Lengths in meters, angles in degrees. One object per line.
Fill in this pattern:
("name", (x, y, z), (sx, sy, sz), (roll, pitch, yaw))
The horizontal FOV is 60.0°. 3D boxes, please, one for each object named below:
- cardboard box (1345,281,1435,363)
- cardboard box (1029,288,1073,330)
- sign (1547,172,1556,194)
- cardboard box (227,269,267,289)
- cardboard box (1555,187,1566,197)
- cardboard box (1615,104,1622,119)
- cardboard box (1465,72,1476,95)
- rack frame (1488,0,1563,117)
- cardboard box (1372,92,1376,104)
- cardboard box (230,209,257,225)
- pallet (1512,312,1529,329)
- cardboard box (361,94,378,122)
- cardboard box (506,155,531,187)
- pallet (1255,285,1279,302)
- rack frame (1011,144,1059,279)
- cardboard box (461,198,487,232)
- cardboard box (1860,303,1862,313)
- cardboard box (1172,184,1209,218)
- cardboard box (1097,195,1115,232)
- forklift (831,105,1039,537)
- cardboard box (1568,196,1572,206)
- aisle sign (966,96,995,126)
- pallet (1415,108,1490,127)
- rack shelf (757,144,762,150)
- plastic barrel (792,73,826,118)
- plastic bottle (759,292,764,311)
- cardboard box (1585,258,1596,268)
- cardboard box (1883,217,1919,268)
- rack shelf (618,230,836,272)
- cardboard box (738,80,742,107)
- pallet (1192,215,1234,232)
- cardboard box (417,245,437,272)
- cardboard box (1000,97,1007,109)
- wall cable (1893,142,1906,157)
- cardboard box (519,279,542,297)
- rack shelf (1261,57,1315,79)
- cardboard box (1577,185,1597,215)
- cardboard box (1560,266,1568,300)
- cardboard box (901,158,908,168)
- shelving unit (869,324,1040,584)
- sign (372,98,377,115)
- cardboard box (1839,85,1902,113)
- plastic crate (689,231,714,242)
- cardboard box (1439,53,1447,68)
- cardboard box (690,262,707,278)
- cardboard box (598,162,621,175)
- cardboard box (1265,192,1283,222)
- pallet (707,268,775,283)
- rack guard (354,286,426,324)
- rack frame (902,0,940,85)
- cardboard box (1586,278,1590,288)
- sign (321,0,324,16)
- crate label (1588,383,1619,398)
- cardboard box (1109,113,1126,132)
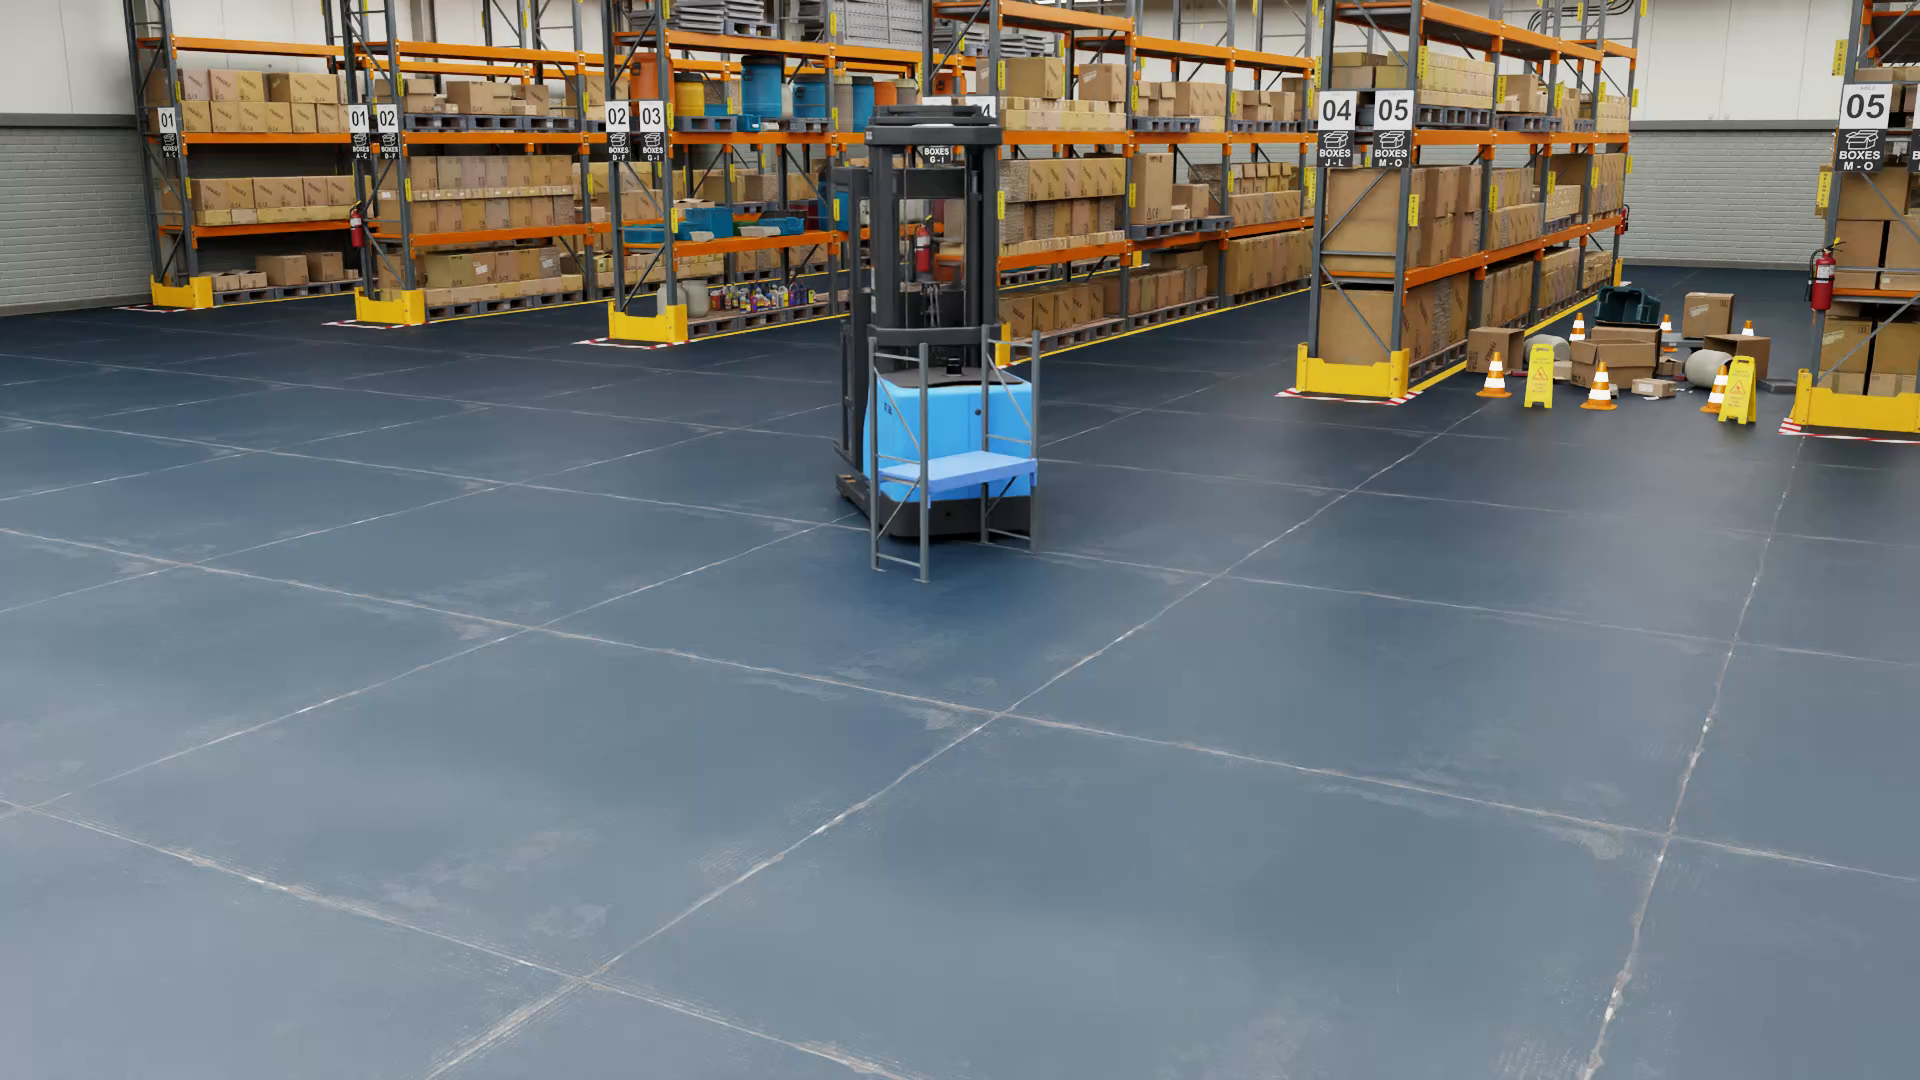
("cardboard box", (4.997, -2.585, 19.491), (0.875, 0.875, 0.875), (7, 15, 27))
("cardboard box", (1.215, -3.146, 22.621), (0.500, 0.500, 0.500), (6, 15, 23))
("sign", (8.659, -5.228, 24.348), (0.100, 0.325, 0.005), (7, 15, 28))
("cardboard box", (-12.309, -4.508, 28.629), (0.500, 0.311, 0.500), (9, 16, 33))
("cardboard box", (9.451, -5.547, 26.514), (0.380, 0.149, 0.250), (7, 15, 26))
("cardboard box", (11.543, -7.664, 29.775), (0.500, 0.250, 0.500), (8, 16, 29))
("cardboard box", (5.736, -5.353, 19.514), (0.500, 0.250, 0.500), (7, 15, 28))
("rack frame", (8.171, -7.644, 24.039), (1.000, 3.000, 0.127), (7, 15, 28))
("cardboard box", (4.414, -4.886, 18.426), (0.380, 0.149, 0.250), (8, 16, 29))
("cardboard box", (-12.245, -5.461, 28.064), (0.500, 0.250, 0.500), (7, 15, 26))
("pallet", (7.724, -3.218, 24.433), (1.003, 0.211, 1.213), (7, 15, 28))
("cardboard box", (-10.729, -7.987, 30.753), (0.500, 0.500, 0.500), (10, 17, 36))
("cardboard box", (-7.420, -5.993, 27.013), (0.700, 0.500, 0.500), (7, 15, 28))
("pallet", (4.916, -4.357, 29.155), (1.003, 0.211, 1.213), (7, 15, 28))
("rack frame", (1.476, -6.692, 32.890), (1.000, 3.000, 0.127), (7, 15, 28))
("cardboard box", (-7.928, -5.144, 26.258), (0.700, 0.500, 0.500), (7, 15, 28))
("cardboard box", (9.088, -2.421, 17.163), (0.380, 0.149, 0.250), (8, 16, 29))
("cardboard box", (3.470, -5.322, 26.097), (0.700, 0.500, 0.500), (10, 17, 36))
("cardboard box", (1.673, -4.597, 23.354), (0.875, 0.500, 0.500), (7, 15, 28))
("forklift", (-0.339, -1.745, 12.516), (1.130, 2.935, 3.031), (-4, 14, -15))
("cardboard box", (9.708, -5.509, 26.990), (0.380, 0.149, 0.250), (7, 15, 26))
("aisle sign", (0.244, -4.886, 19.852), (0.394, 0.787, 0.004), (7, 15, 28))
("pallet", (5.833, -5.155, 20.305), (1.003, 0.211, 1.213), (7, 15, 28))
("rack shelf", (-6.229, -9.333, 38.981), (1.077, 0.370, 4.000), (7, 15, 28))
("plastic barrel", (-2.335, -6.881, 26.207), (0.600, 0.901, 0.708), (7, 15, 28))
("plastic bottle", (-2.962, -3.545, 24.720), (0.097, 0.271, 0.097), (0, 14, 0))
("cardboard box", (11.018, -4.909, 29.413), (0.380, 0.149, 0.250), (8, 16, 29))
("cardboard box", (9.405, -2.911, 16.362), (0.500, 0.500, 0.500), (8, 16, 30))
("rack shelf", (-3.358, -4.290, 24.465), (1.077, 0.370, 4.000), (7, 15, 28))
("cardboard box", (-4.329, -8.619, 32.139), (0.500, 0.500, 0.500), (7, 15, 28))
("pallet", (3.627, -5.058, 26.525), (1.213, 0.211, 1.003), (7, 15, 28))
("cardboard box", (-10.517, -5.436, 32.077), (0.700, 0.500, 0.500), (7, 15, 27))
("cardboard box", (0.346, -5.278, 20.096), (0.380, 0.149, 0.250), (7, 15, 28))
("wall cable", (19.126, -7.497, 33.996), (0.585, 1.953, 0.123), (7, 15, 28))
("cardboard box", (-7.238, -4.154, 27.336), (0.500, 0.250, 0.500), (7, 15, 28))
("rack shelf", (6.779, -8.913, 31.693), (1.077, 0.370, 4.000), (7, 15, 28))
("cardboard box", (10.565, -5.814, 28.402), (0.500, 0.500, 0.500), (7, 15, 27))
("cardboard box", (9.468, -4.147, 26.770), (0.500, 0.500, 0.500), (7, 15, 27))
("cardboard box", (-1.389, -8.276, 37.115), (0.500, 0.500, 0.500), (8, 16, 30))
("shelving unit", (-0.026, -0.583, 10.753), (0.538, 1.500, 1.048), (13, 19, 43))
("sign", (-10.585, -7.823, 30.078), (0.100, 0.325, 0.005), (7, 15, 28))
("cardboard box", (8.697, -4.211, 15.887), (0.500, 0.250, 0.500), (7, 15, 27))
("plastic crate", (-3.611, -4.249, 23.320), (0.298, 0.136, 0.250), (7, 15, 28))
("cardboard box", (5.112, -5.250, 18.237), (0.380, 0.149, 0.250), (8, 15, 29))
("cardboard box", (-5.079, -5.059, 31.088), (0.500, 0.250, 0.500), (7, 15, 27))
("cardboard box", (-7.700, -8.048, 36.027), (0.500, 0.250, 0.500), (8, 16, 29))
("cardboard box", (5.333, -5.844, 29.159), (0.500, 0.500, 0.500), (7, 15, 27))
("pallet", (-4.398, -5.226, 32.762), (1.003, 0.211, 1.213), (7, 15, 28))
("rack guard", (-8.671, -3.572, 25.282), (1.175, 0.500, 0.348), (7, 15, 28))
("rack frame", (-0.924, -10.991, 37.922), (1.000, 3.000, 0.127), (7, 15, 28))
("cardboard box", (10.691, -4.459, 28.816), (0.380, 0.149, 0.250), (8, 16, 30))
("sign", (-11.552, -9.682, 30.163), (0.100, 0.325, 0.005), (7, 15, 28))
("crate label", (6.954, -1.613, 17.932), (0.250, 0.136, 0.298), (0, 14, -1))
("cardboard box", (1.953, -5.751, 22.910), (0.500, 0.250, 0.500), (8, 16, 30))
